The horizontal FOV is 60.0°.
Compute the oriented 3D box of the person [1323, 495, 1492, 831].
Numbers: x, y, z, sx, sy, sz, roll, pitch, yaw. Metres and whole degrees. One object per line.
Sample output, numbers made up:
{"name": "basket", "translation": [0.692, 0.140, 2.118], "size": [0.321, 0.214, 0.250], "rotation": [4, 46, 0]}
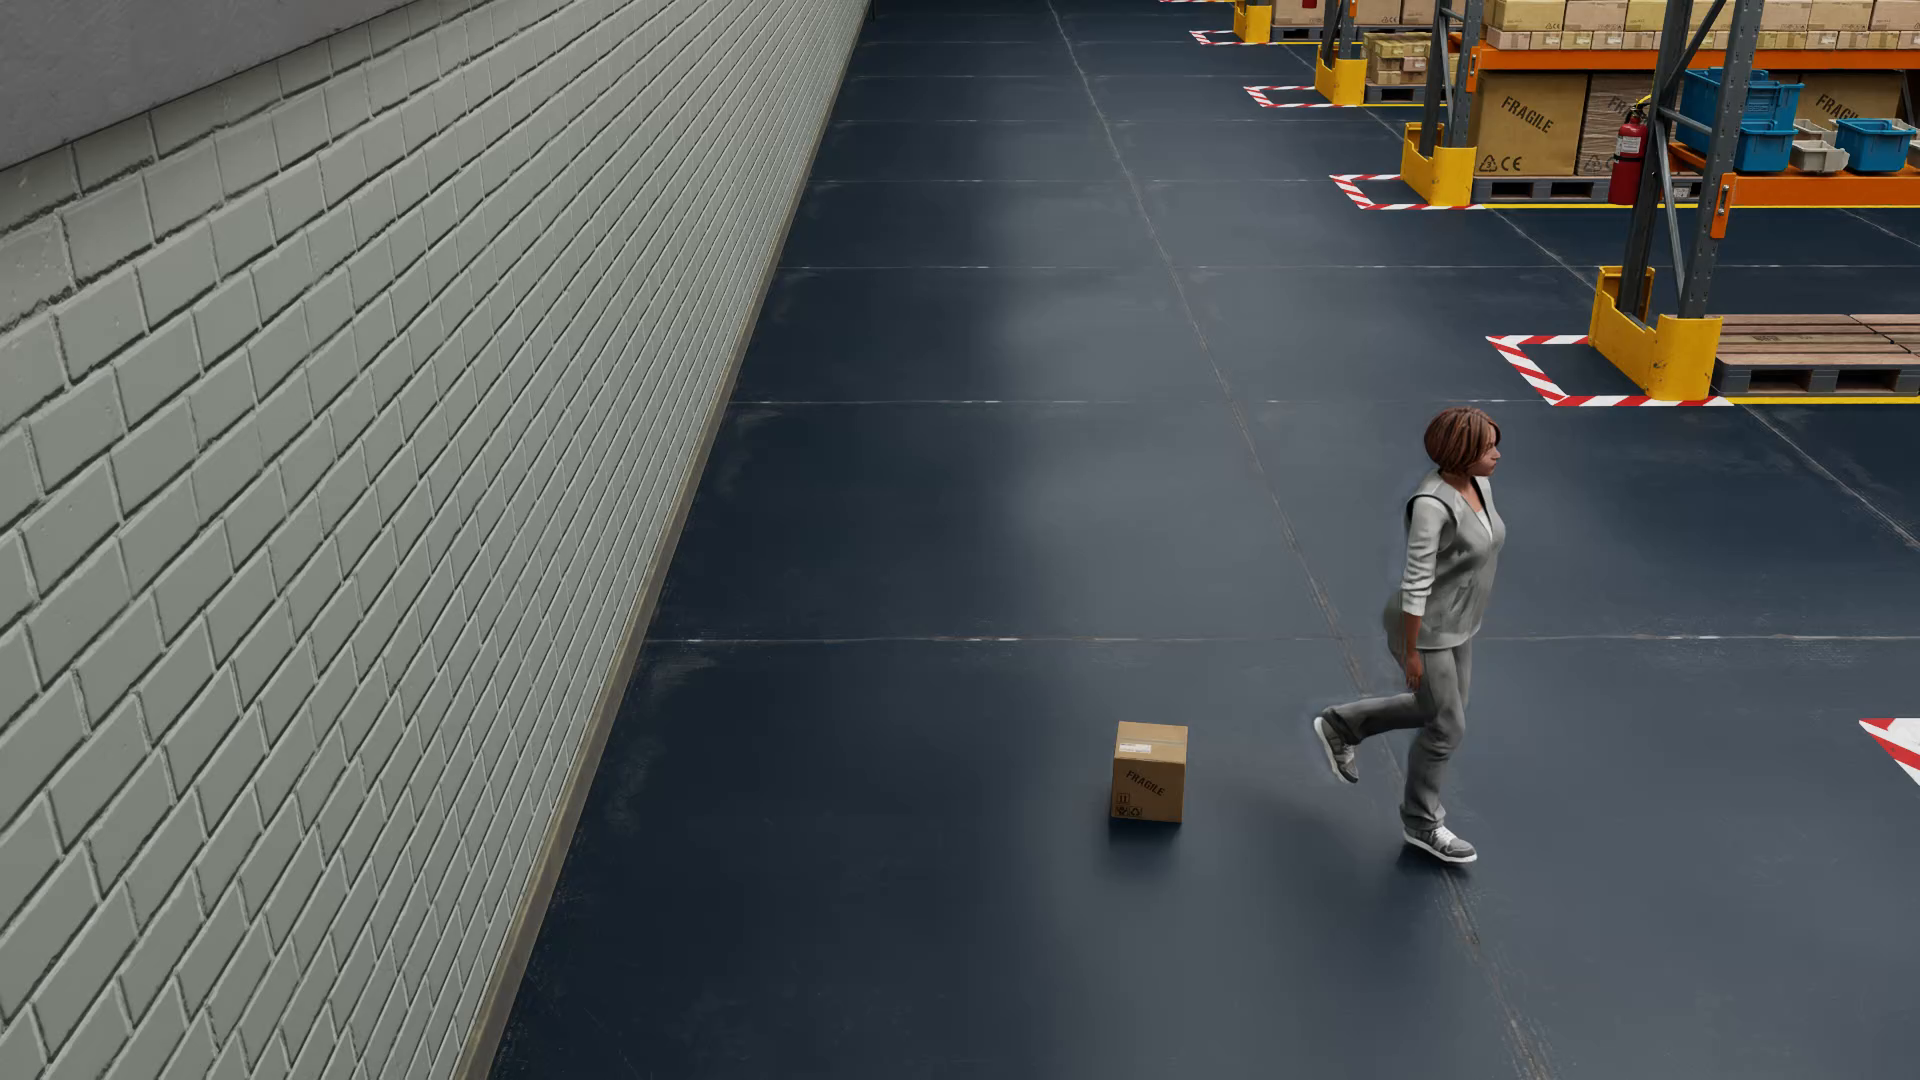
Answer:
{"name": "person", "translation": [1.469, 0.347, 5.529], "size": [0.532, 1.275, 0.425], "rotation": [17, 30, 33]}
